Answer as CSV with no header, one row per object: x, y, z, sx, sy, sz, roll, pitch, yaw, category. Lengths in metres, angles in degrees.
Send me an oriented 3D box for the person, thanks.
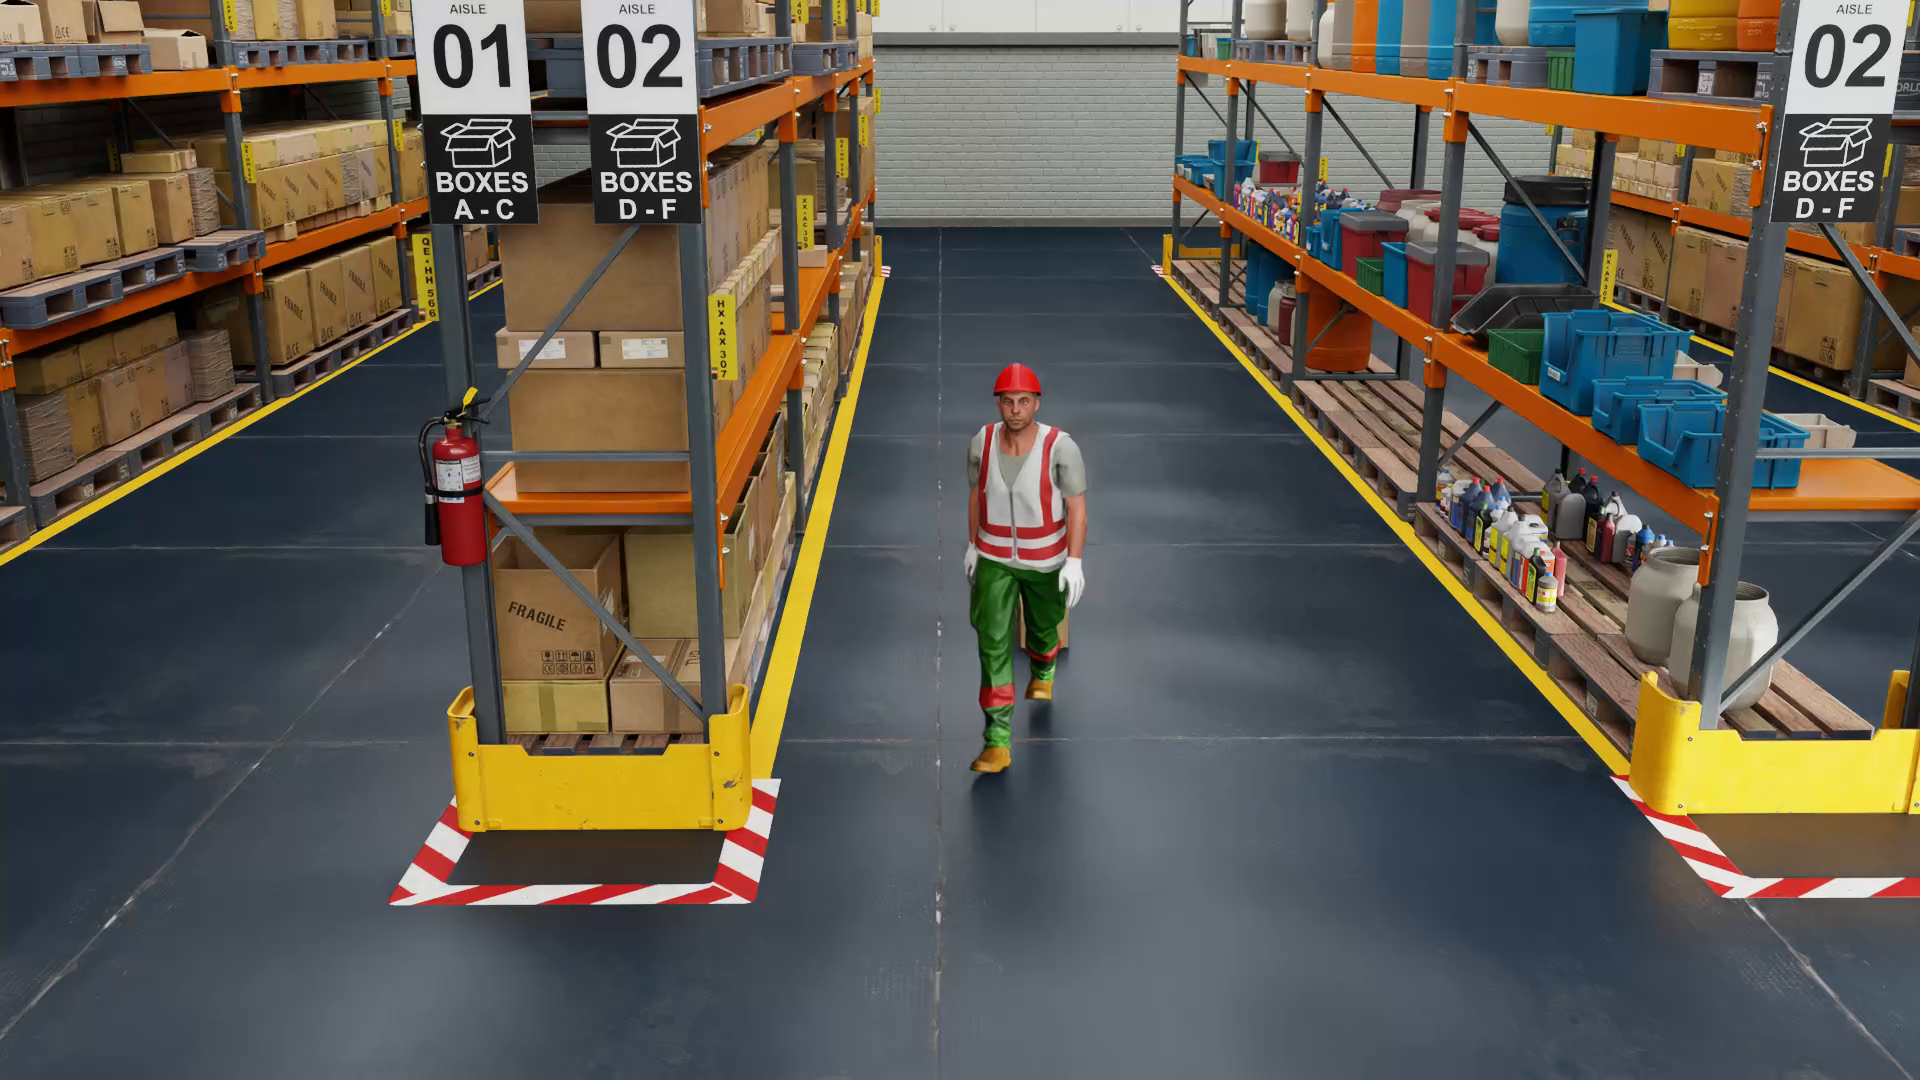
0.277,0.075,7.298,0.575,1.742,1.082,3,17,10,person
